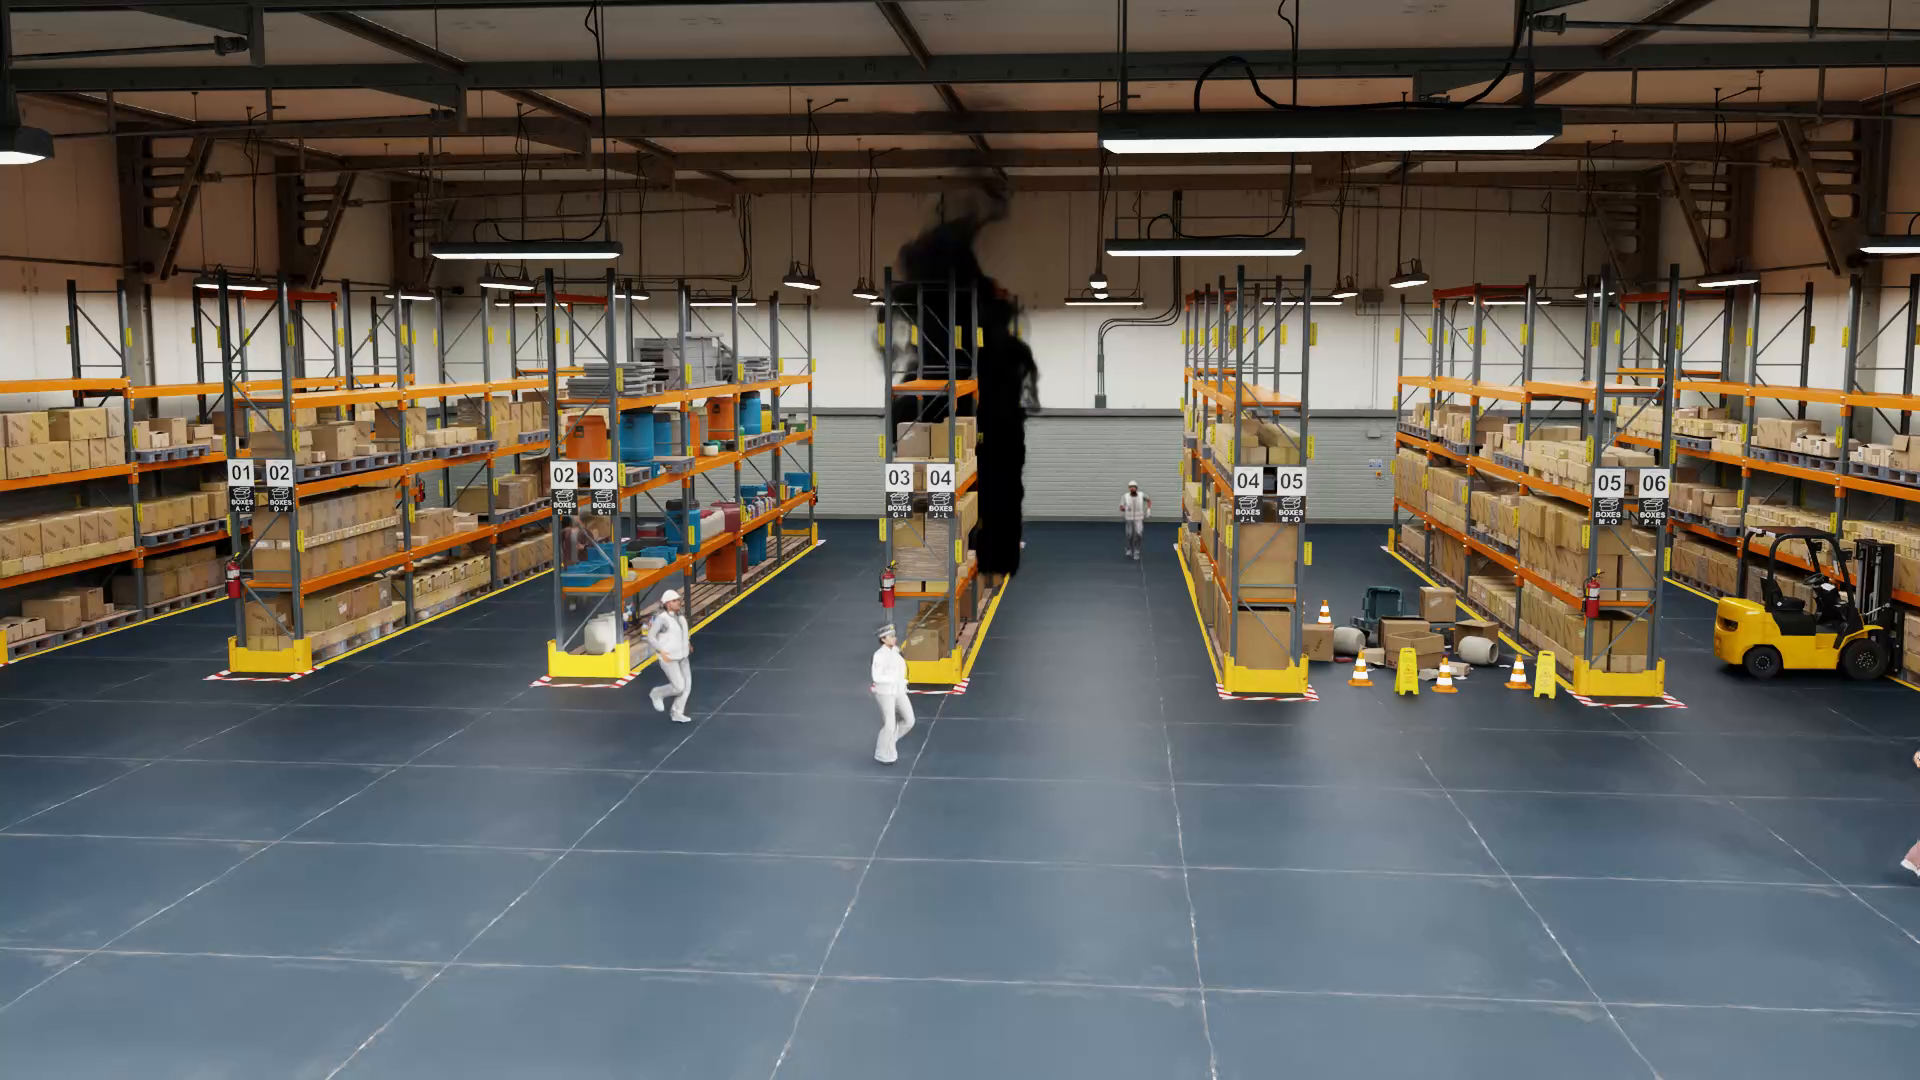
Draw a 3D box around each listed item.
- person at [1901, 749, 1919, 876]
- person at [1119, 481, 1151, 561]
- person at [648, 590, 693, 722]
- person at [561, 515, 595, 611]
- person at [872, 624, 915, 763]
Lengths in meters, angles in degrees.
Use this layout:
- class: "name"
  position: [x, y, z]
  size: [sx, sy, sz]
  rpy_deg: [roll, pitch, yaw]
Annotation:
- class: "person"
  position: [8.971, 2.352, 15.094]
  size: [0.581, 1.713, 0.726]
  rpy_deg: [-5, 9, -38]
- class: "person"
  position: [3.948, -0.438, 37.542]
  size: [0.697, 1.803, 0.897]
  rpy_deg: [1, 7, 8]
- class: "person"
  position: [-3.770, 1.514, 21.739]
  size: [0.597, 1.728, 0.671]
  rpy_deg: [4, 8, 31]
- class: "person"
  position: [-7.075, 0.389, 30.656]
  size: [0.715, 1.754, 1.021]
  rpy_deg: [-1, 7, -5]
- class: "person"
  position: [-0.758, 1.804, 19.518]
  size: [0.570, 1.662, 0.600]
  rpy_deg: [5, 9, 38]
